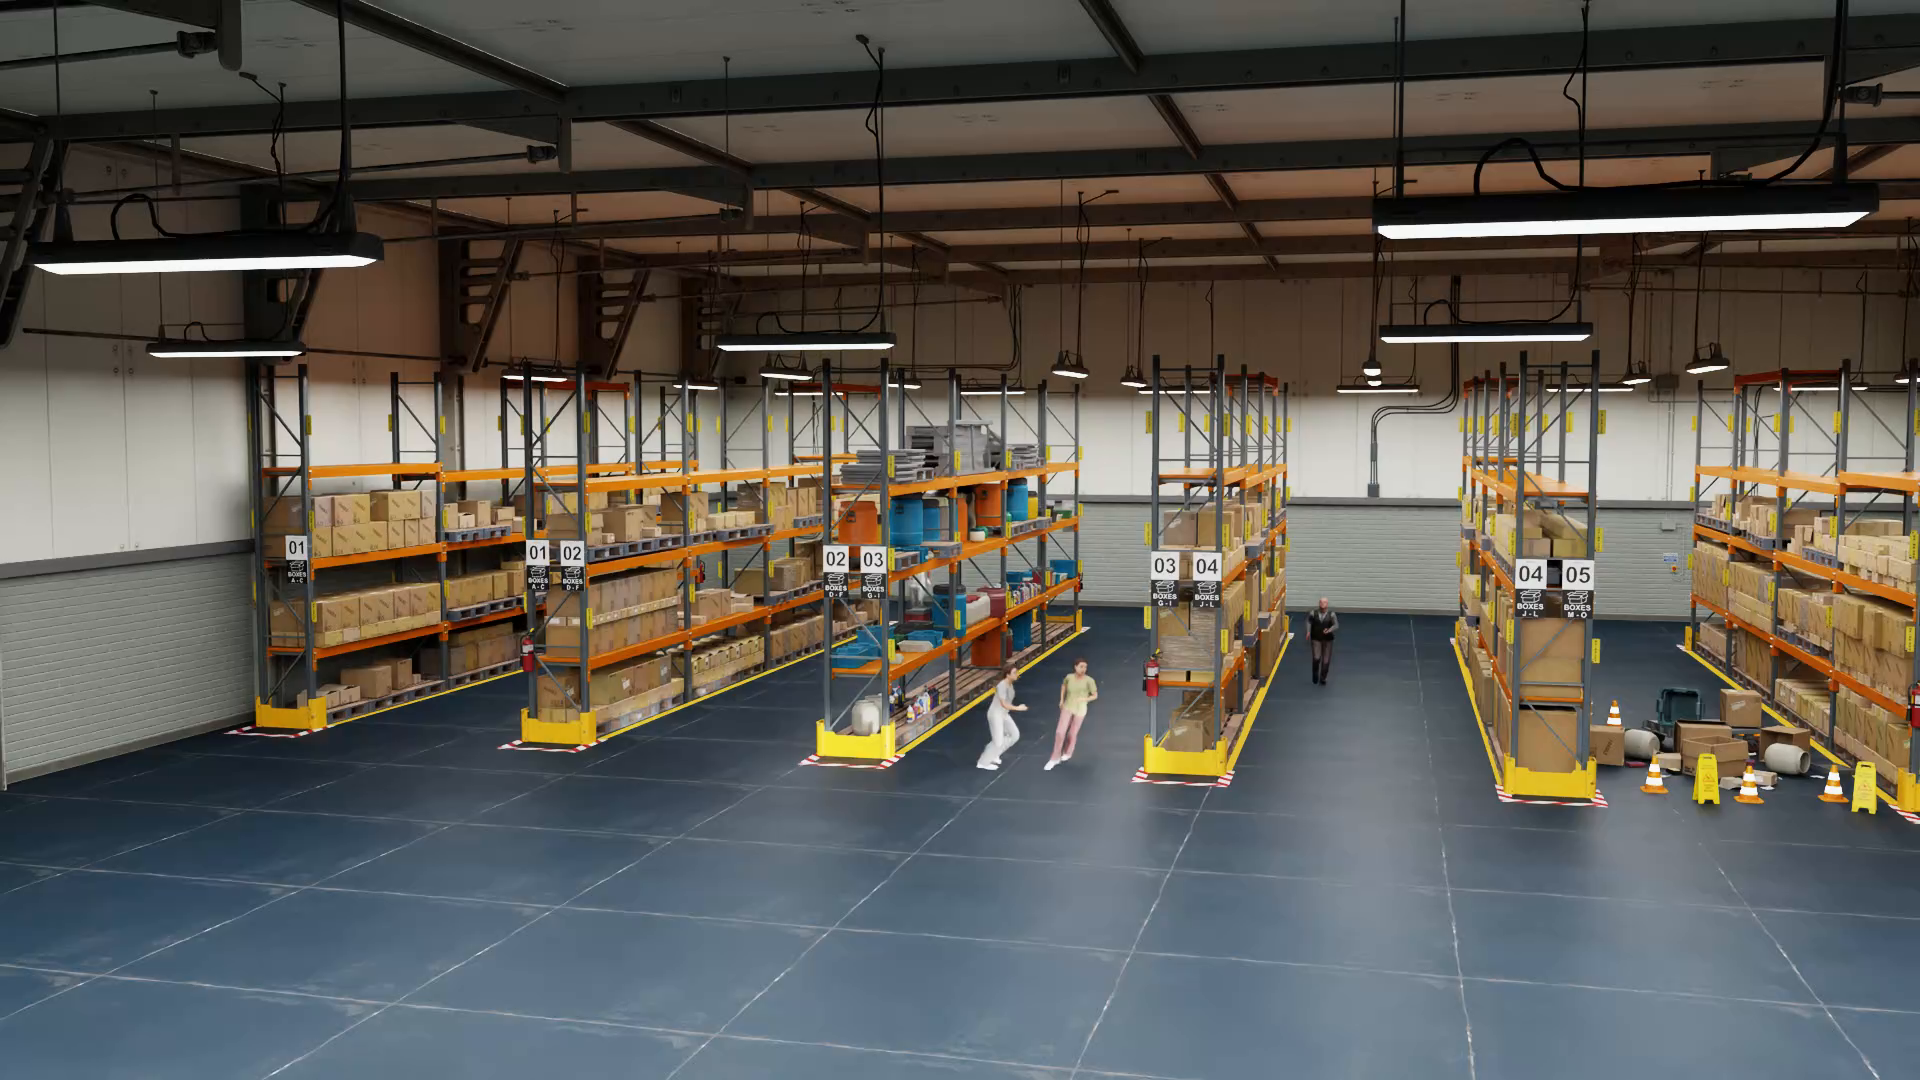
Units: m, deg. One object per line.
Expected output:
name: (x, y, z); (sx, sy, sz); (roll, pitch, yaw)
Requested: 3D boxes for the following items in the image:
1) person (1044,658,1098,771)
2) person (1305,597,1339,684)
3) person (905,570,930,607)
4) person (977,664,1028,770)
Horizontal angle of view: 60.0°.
person: (1.648, 2.514, 24.321); (0.755, 1.621, 0.751); (1, 4, 11)
person: (6.940, 1.943, 31.885); (0.626, 1.681, 0.649); (1, 4, 8)
person: (-1.085, 1.227, 41.892); (0.657, 1.836, 0.854); (0, 4, 4)
person: (0.623, 2.565, 24.109); (0.784, 1.568, 0.556); (2, 4, 22)
